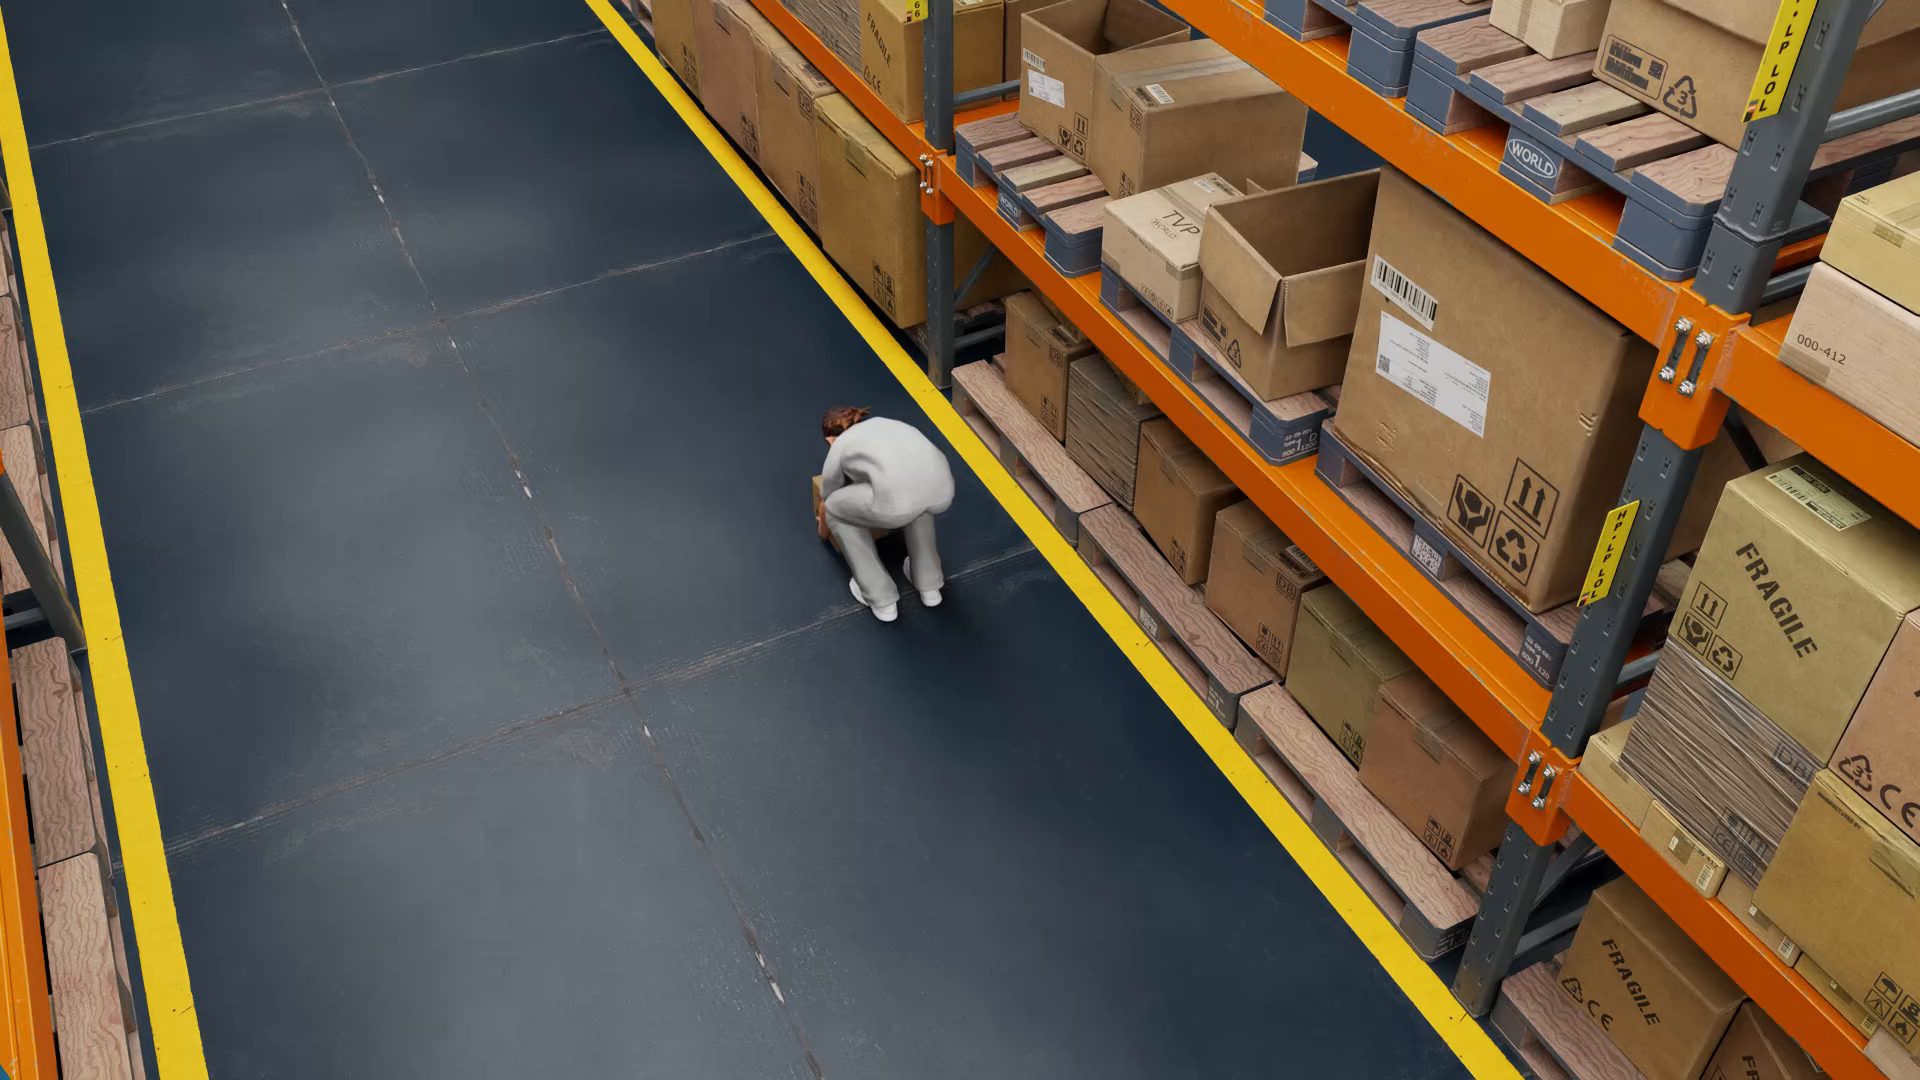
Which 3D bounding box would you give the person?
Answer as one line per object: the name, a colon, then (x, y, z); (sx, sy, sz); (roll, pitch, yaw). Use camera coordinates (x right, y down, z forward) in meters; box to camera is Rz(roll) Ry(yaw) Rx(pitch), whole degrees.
person: (-0.342, -0.173, 6.977); (0.474, 0.852, 0.852); (-21, 46, -22)
